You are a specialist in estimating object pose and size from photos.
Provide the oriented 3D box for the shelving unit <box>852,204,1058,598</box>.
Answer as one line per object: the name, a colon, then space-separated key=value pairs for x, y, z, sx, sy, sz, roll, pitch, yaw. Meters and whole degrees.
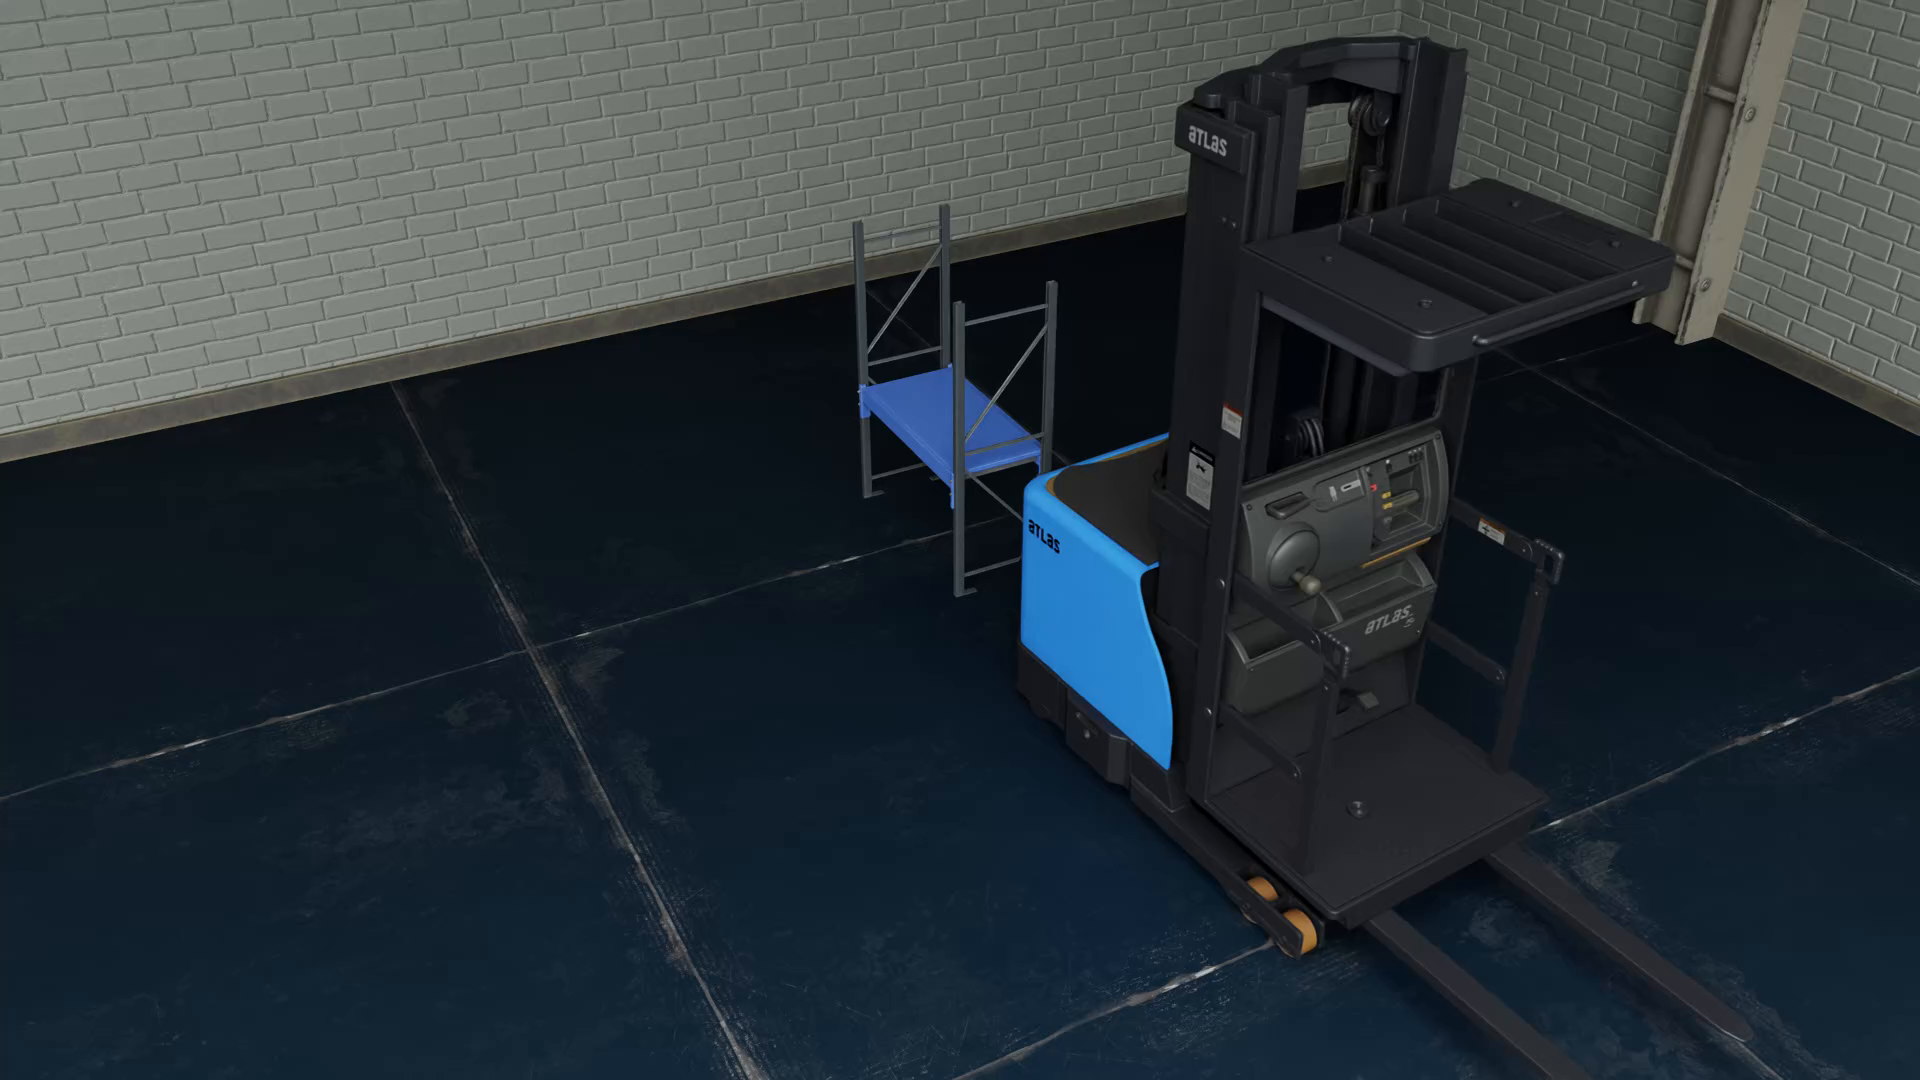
shelving unit: x=-0.040 y=-0.672 z=7.909 sx=0.538 sy=1.500 sz=1.048 roll=-16 pitch=36 yaw=-23

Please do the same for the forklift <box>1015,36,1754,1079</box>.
forklift: x=1.459 y=-0.042 z=5.599 sx=1.130 sy=2.935 sz=3.031 roll=-19 pitch=37 yaw=-27

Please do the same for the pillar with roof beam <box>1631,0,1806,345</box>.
pillar with roof beam: x=0.609 y=-4.019 z=6.181 sx=9.100 sy=9.000 sz=0.400 roll=-16 pitch=36 yaw=-23

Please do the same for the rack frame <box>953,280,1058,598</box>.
rack frame: x=0.197 y=-0.430 z=7.530 sx=0.500 sy=1.500 sz=0.032 roll=-16 pitch=36 yaw=-23

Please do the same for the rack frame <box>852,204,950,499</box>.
rack frame: x=-0.277 y=-0.915 z=8.288 sx=0.500 sy=1.500 sz=0.032 roll=-16 pitch=36 yaw=-23

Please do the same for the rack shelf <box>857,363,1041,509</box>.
rack shelf: x=-0.040 y=-0.521 z=8.006 sx=0.538 sy=0.185 sz=1.000 roll=-16 pitch=36 yaw=-23
